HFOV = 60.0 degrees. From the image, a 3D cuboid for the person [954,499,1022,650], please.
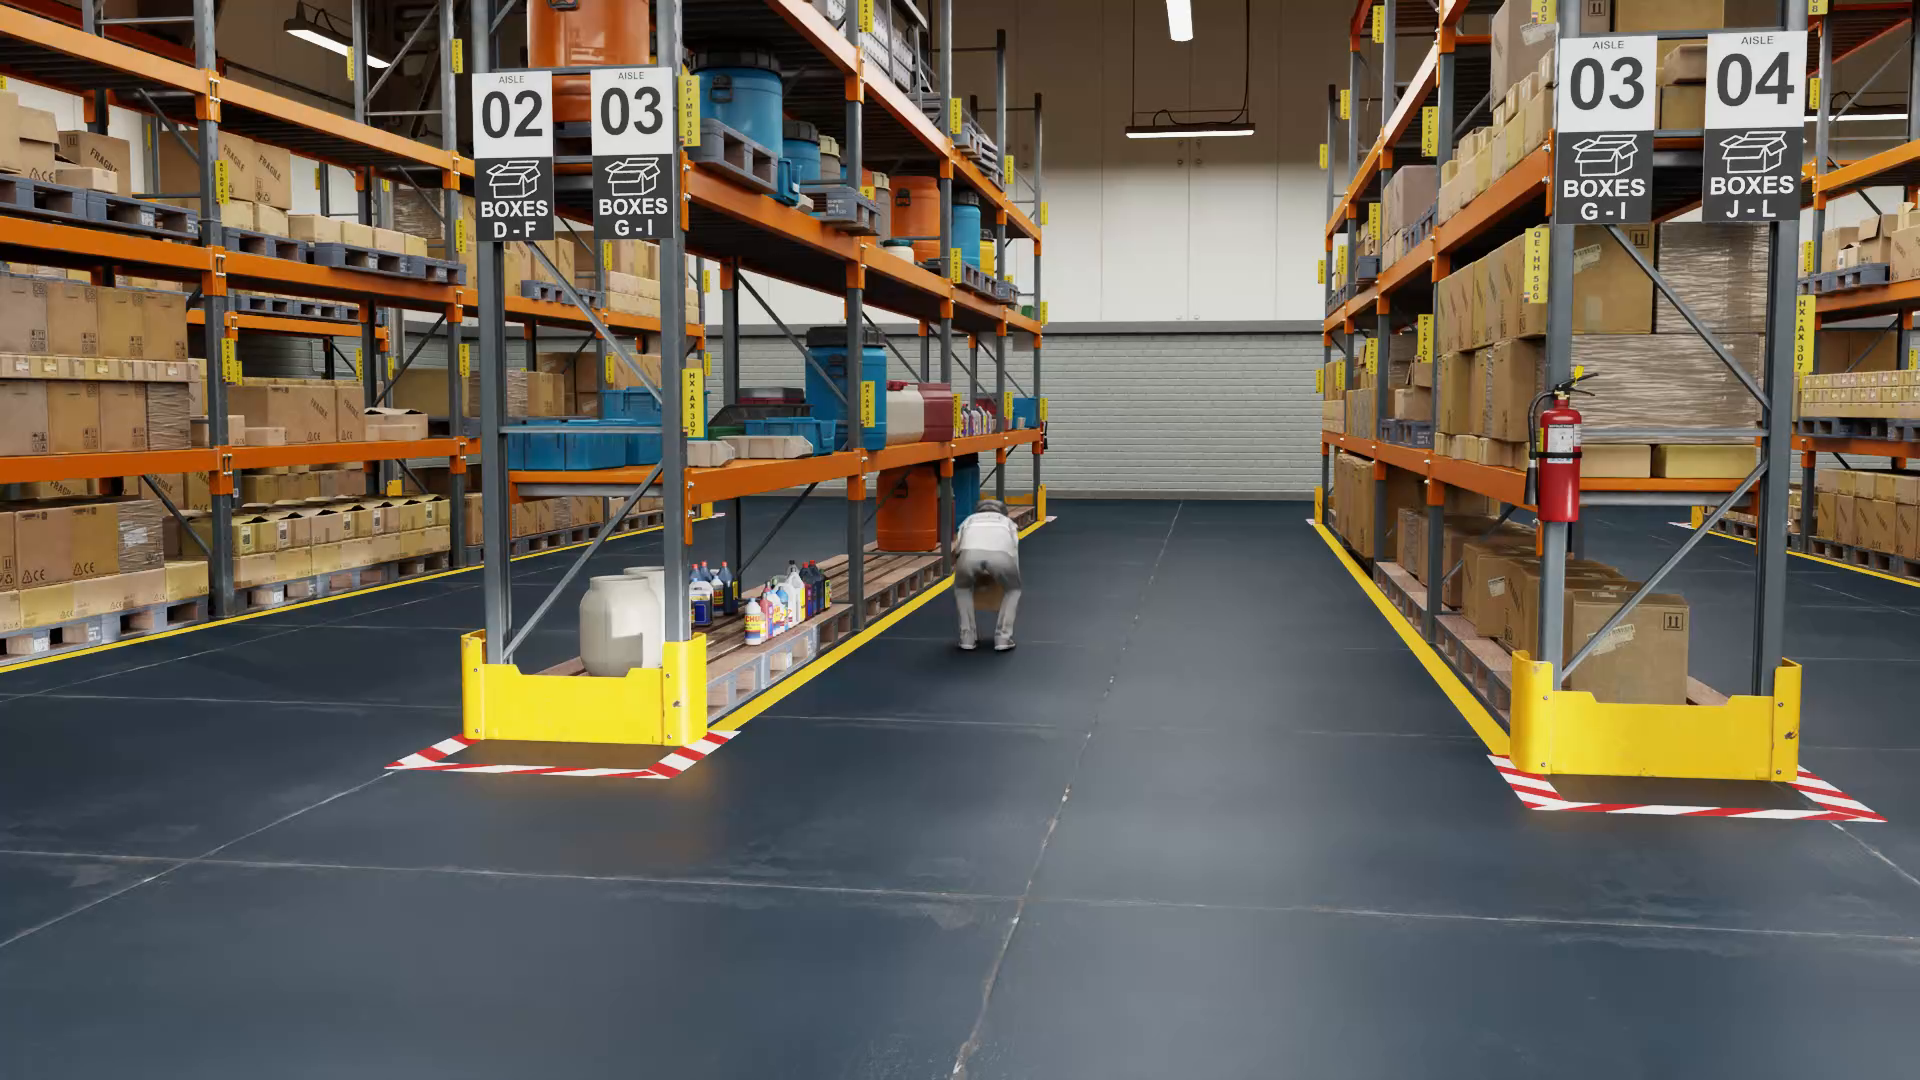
[{"bbox_3d":[0.191,0.231,11.306,0.468,0.984,0.915,0,5,6],"label":"person"}]
